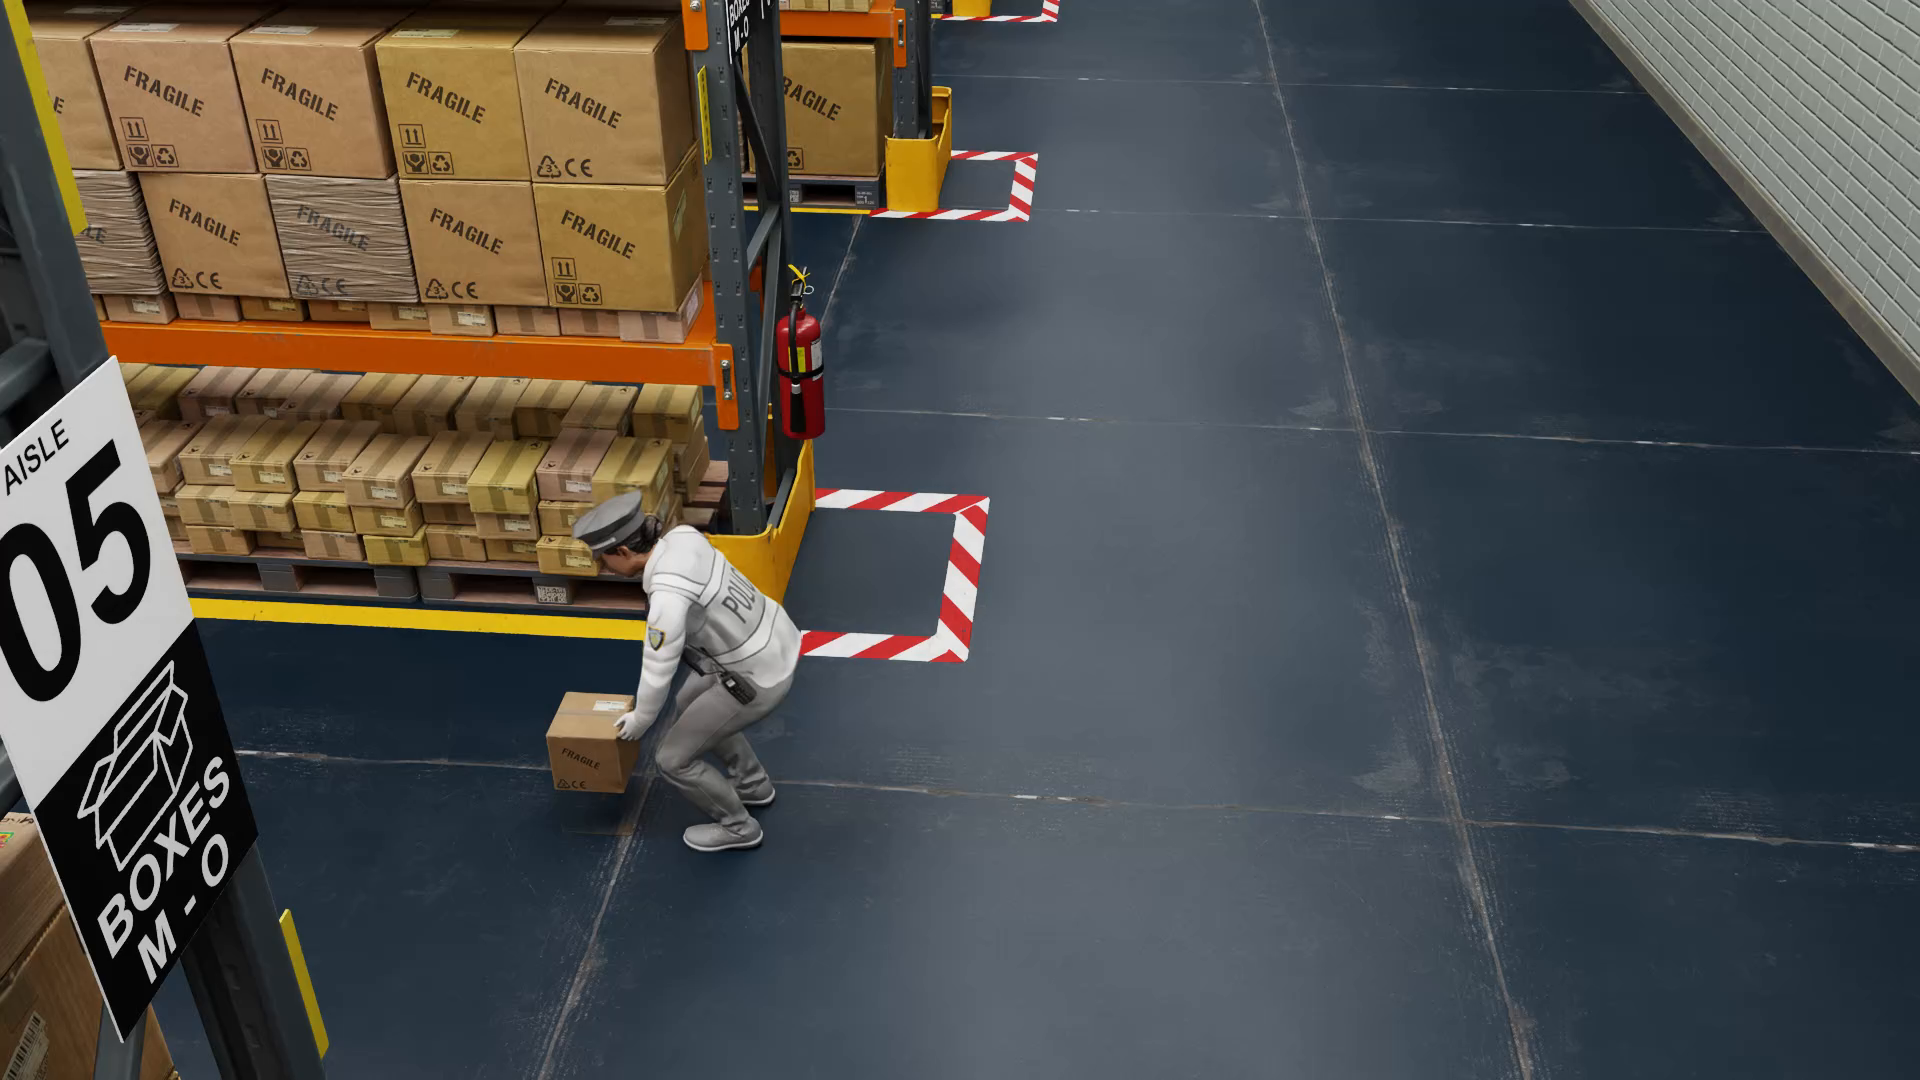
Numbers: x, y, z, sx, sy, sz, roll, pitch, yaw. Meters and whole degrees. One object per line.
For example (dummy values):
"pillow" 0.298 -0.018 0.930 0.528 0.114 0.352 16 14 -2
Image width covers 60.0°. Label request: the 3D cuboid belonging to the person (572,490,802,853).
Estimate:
"person" -0.903 0.461 5.686 0.708 1.372 0.535 3 32 4
